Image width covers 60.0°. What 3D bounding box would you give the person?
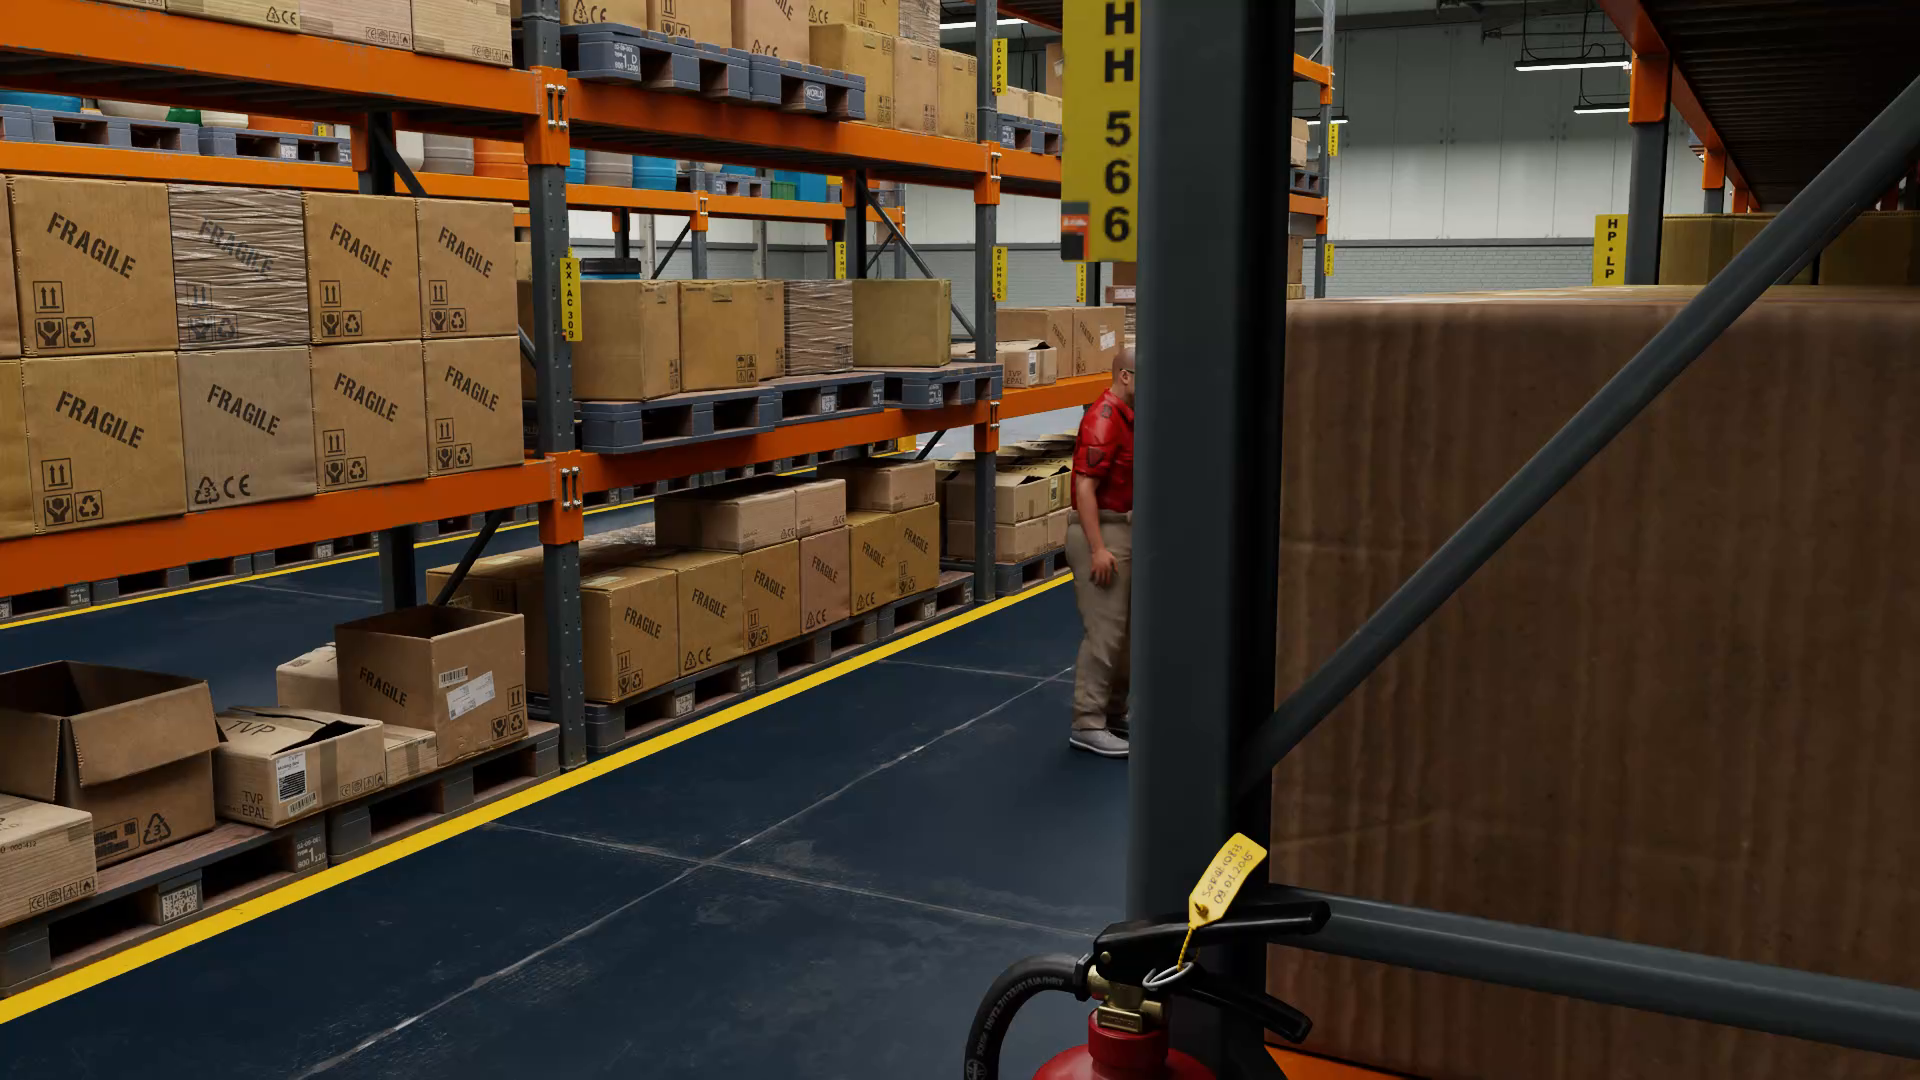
[{"bbox_3d":[0.678,0.028,7.233,0.386,1.727,0.584,4,10,26],"label":"person"}]
